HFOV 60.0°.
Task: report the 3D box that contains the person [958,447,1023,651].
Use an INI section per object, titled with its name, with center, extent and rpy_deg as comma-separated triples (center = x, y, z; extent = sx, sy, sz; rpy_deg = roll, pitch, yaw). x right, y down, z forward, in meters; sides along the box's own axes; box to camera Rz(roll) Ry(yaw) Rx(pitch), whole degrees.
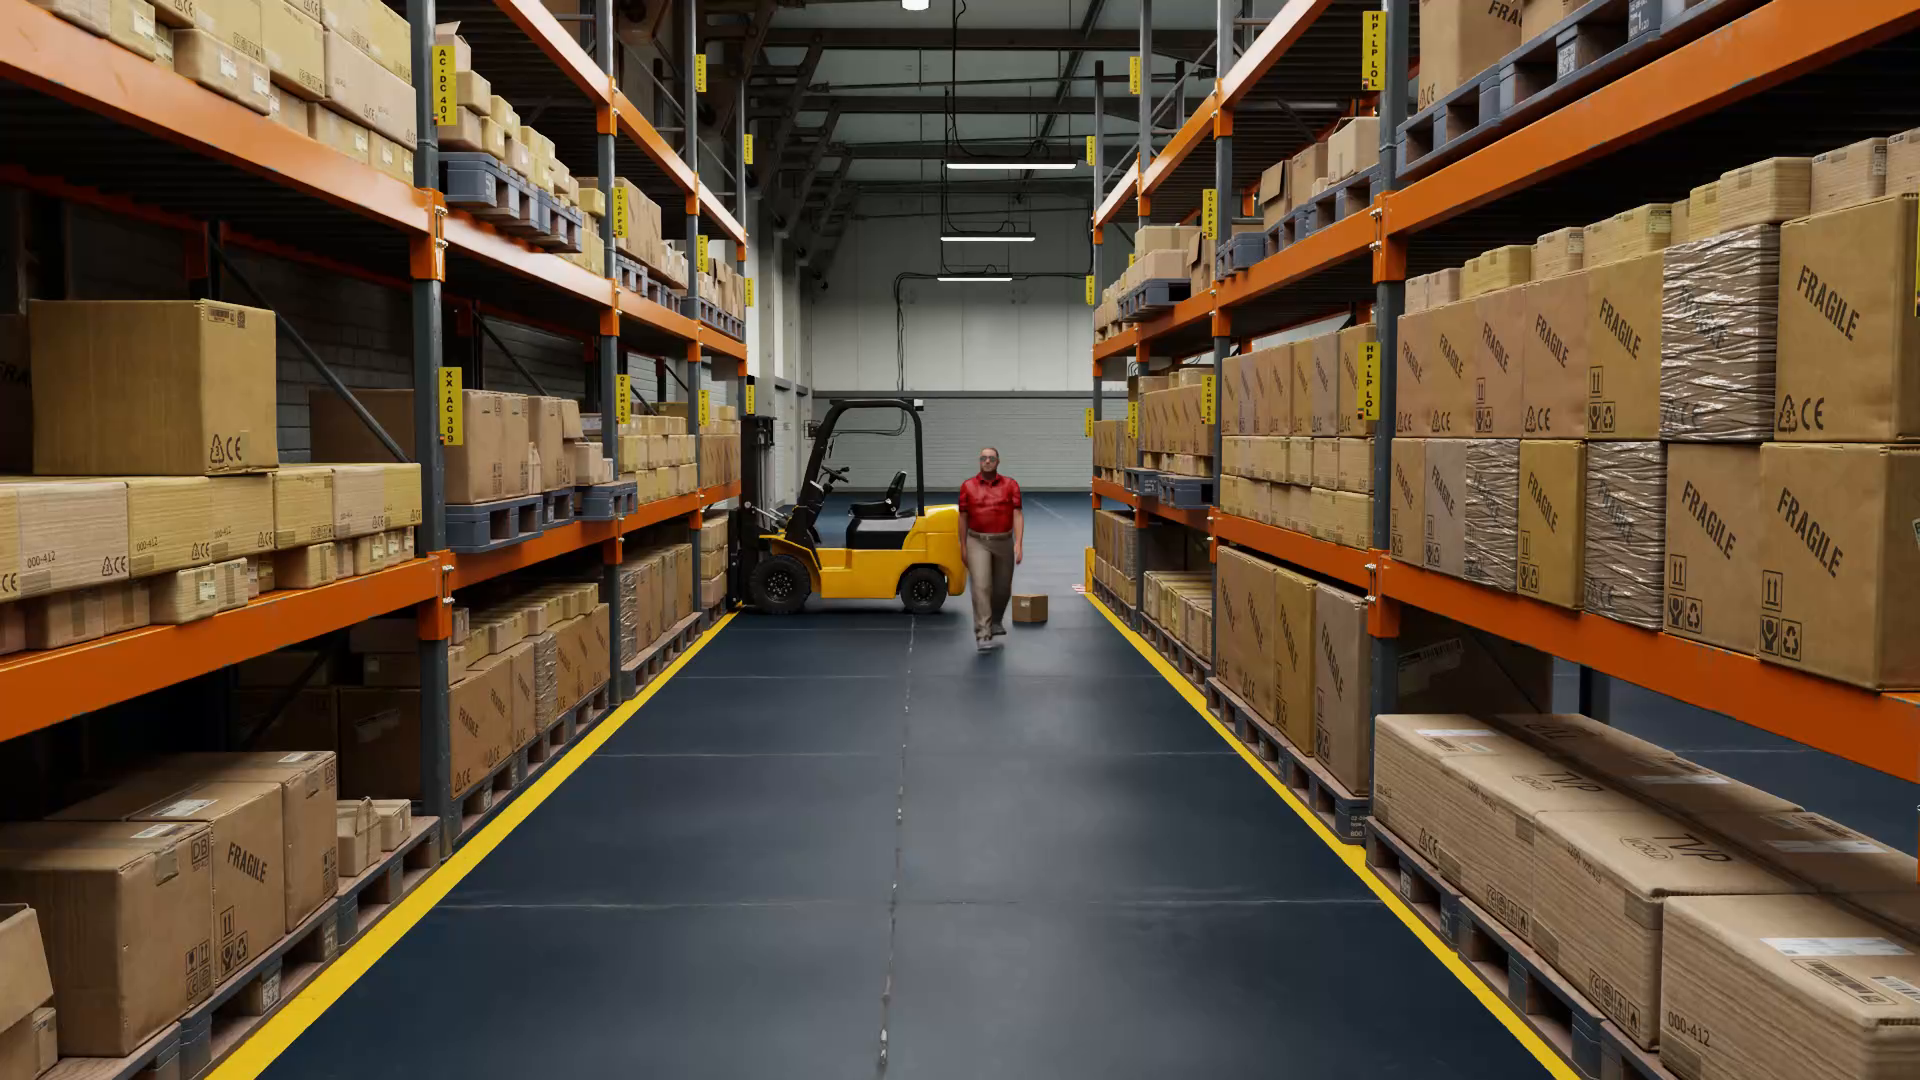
[person]
center = 0.262, 0.057, 13.945
extent = 0.532, 1.674, 1.030
rpy_deg = 0, 4, -7
